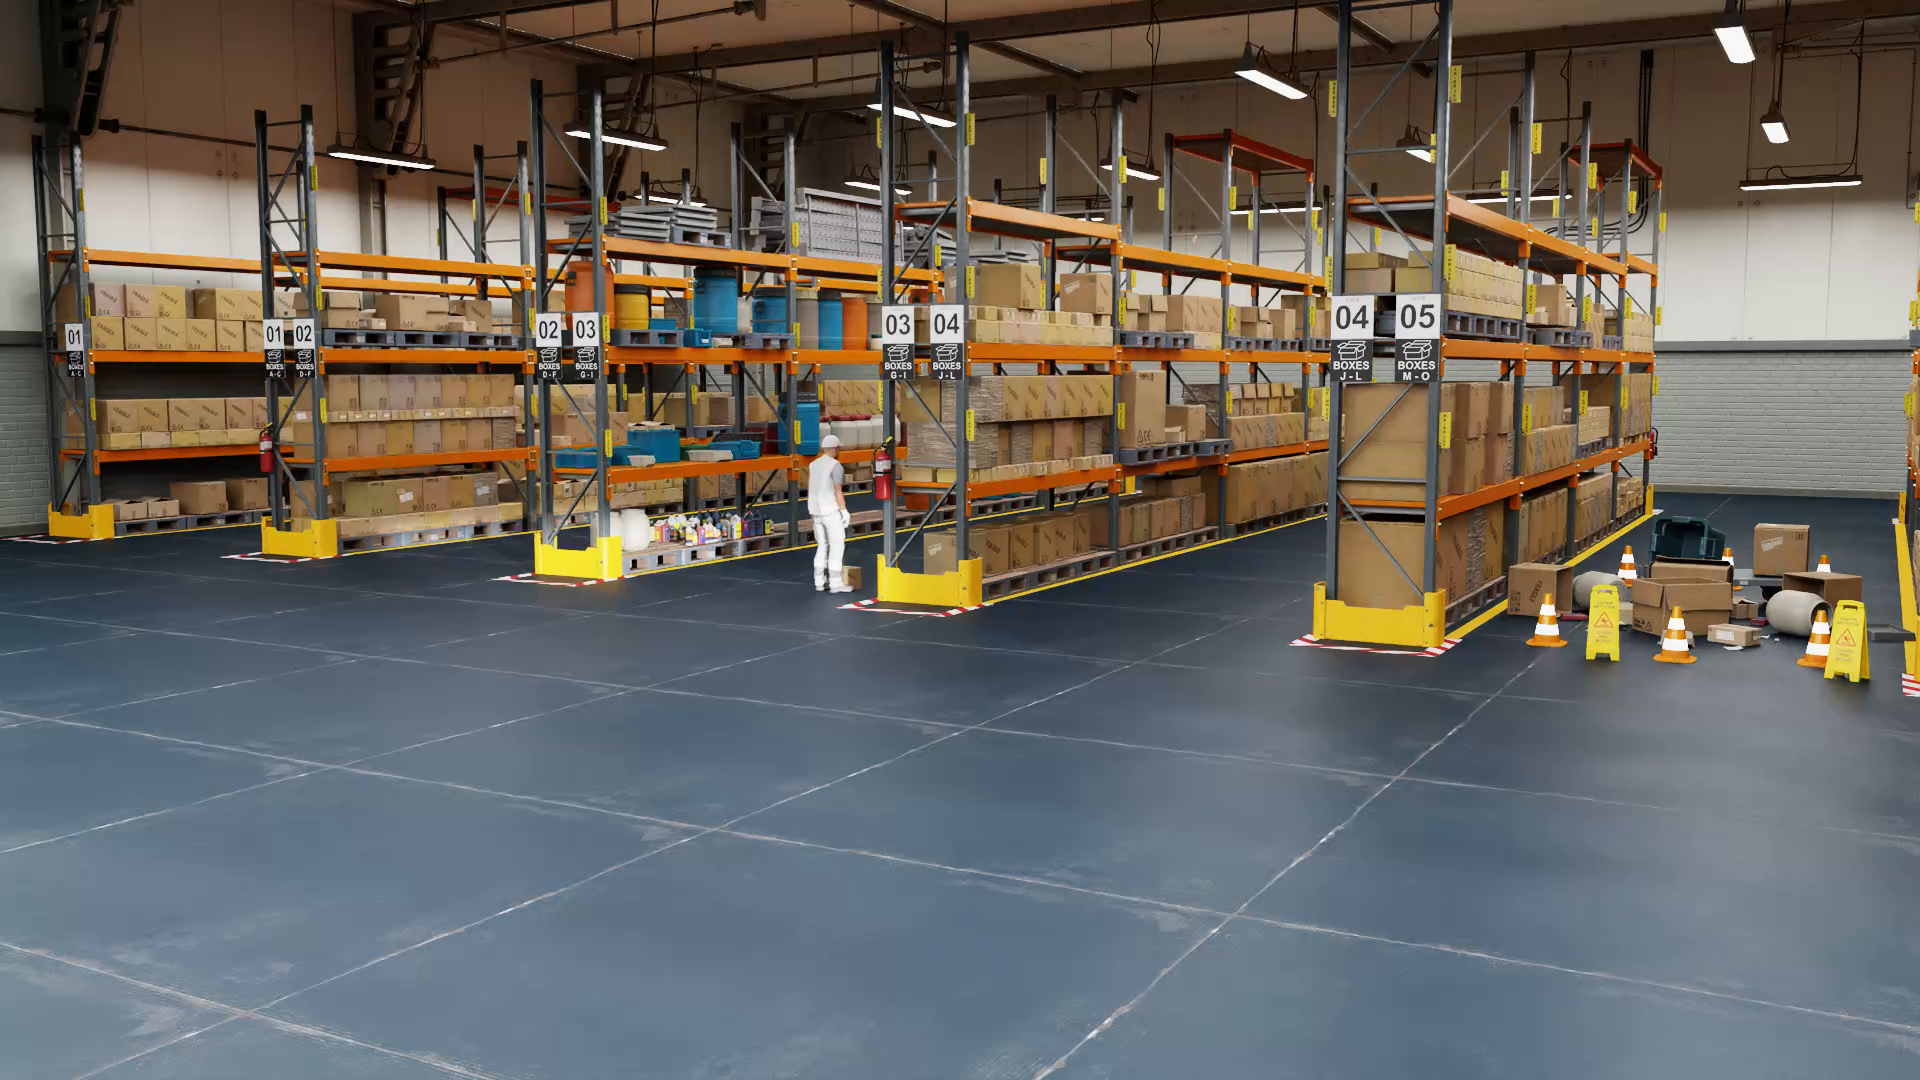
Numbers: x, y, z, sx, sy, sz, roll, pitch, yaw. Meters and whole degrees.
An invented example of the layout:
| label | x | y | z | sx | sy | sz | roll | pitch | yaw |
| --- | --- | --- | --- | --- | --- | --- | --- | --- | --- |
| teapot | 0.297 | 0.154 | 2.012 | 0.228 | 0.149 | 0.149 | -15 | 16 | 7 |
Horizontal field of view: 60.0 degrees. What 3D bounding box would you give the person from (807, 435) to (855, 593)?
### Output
| label | x | y | z | sx | sy | sz | roll | pitch | yaw |
| --- | --- | --- | --- | --- | --- | --- | --- | --- | --- |
| person | -1.494 | -0.305 | 18.980 | 0.453 | 1.778 | 0.616 | -6 | 8 | -44 |
